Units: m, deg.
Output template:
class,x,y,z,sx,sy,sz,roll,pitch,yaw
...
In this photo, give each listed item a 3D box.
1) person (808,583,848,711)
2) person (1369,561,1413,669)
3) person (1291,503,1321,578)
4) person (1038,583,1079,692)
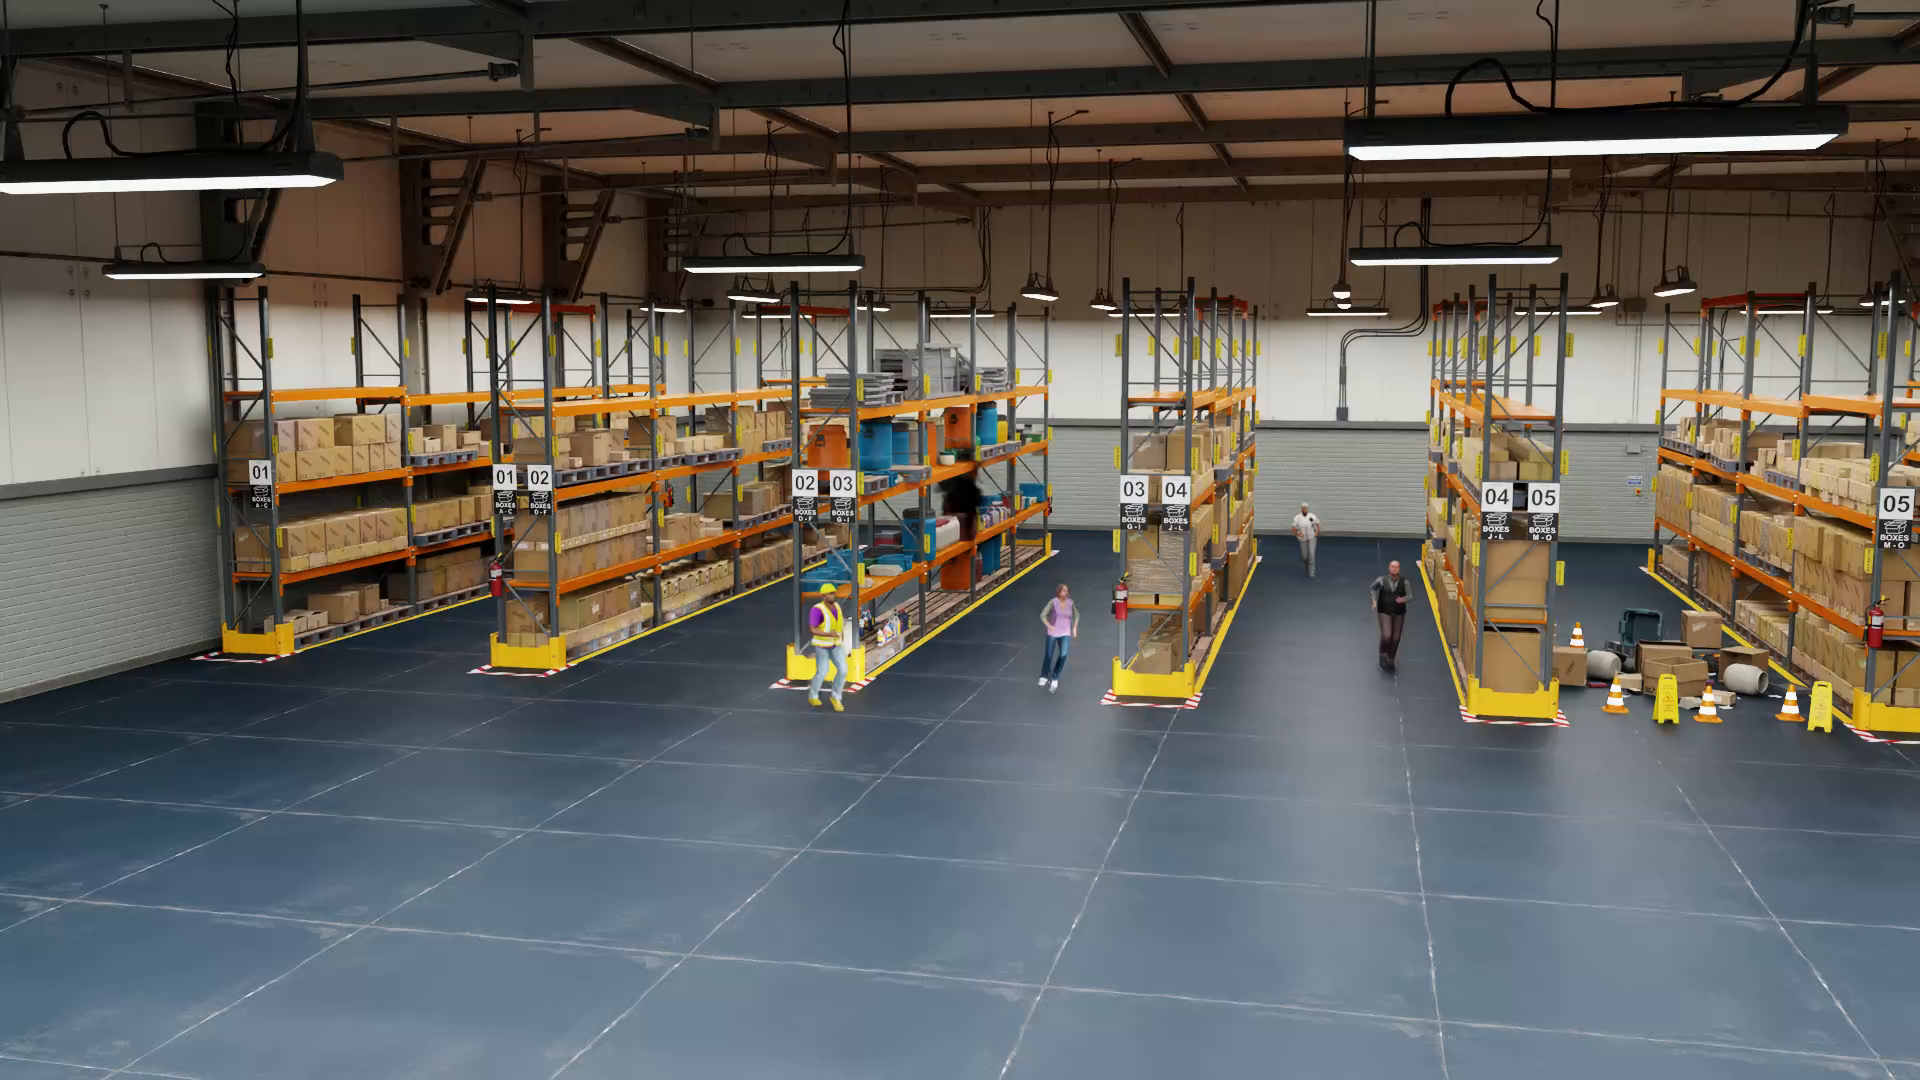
class,x,y,z,sx,sy,sz,roll,pitch,yaw
person,-1.808,1.505,23.056,0.722,1.832,0.735,-6,9,-44
person,6.734,1.173,25.936,0.644,1.699,0.642,1,7,5
person,7.664,-0.008,36.828,0.648,1.635,0.686,1,7,10
person,1.468,1.422,24.486,0.600,1.586,0.616,0,7,-3
